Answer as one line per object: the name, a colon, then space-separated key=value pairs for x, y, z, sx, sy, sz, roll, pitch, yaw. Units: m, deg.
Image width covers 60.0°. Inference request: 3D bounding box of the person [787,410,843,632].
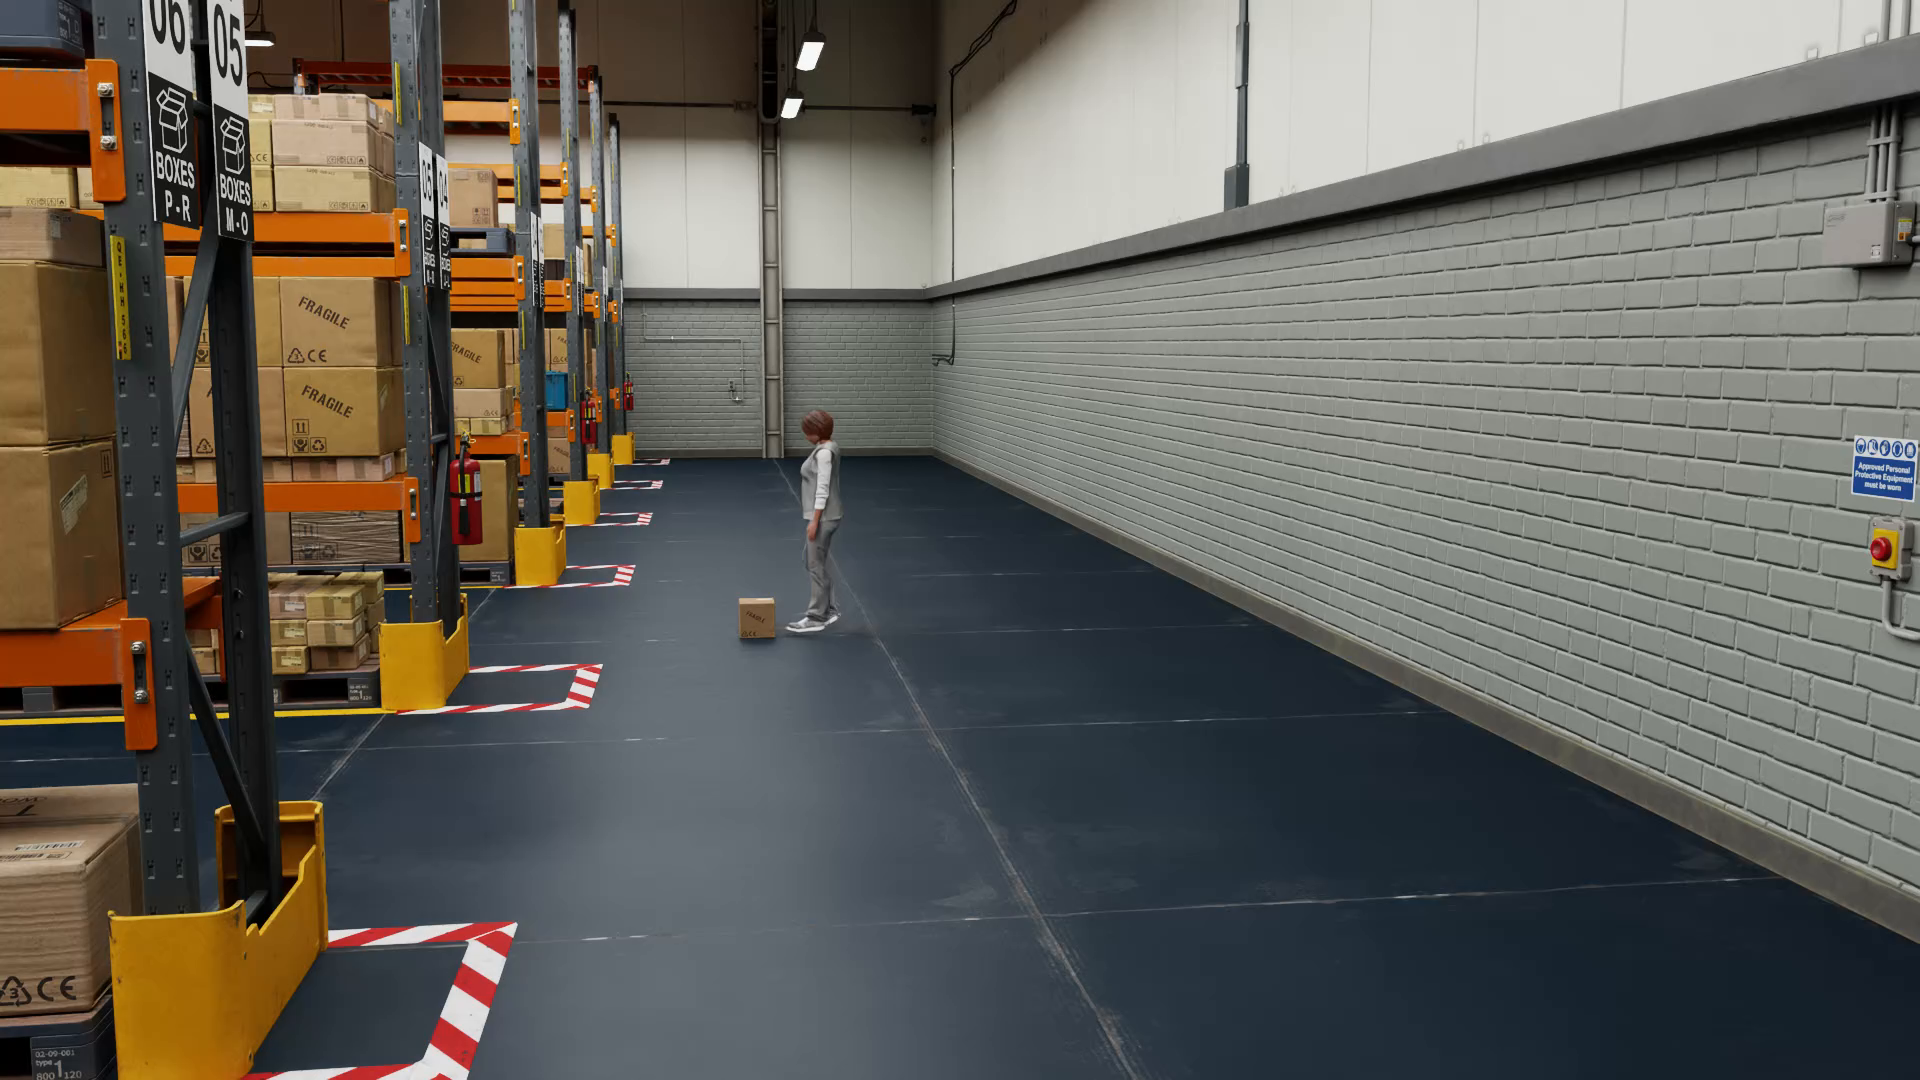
person: x=-1.043 y=-0.118 z=11.950 sx=0.413 sy=1.636 sz=0.481 roll=0 pitch=7 yaw=-1
